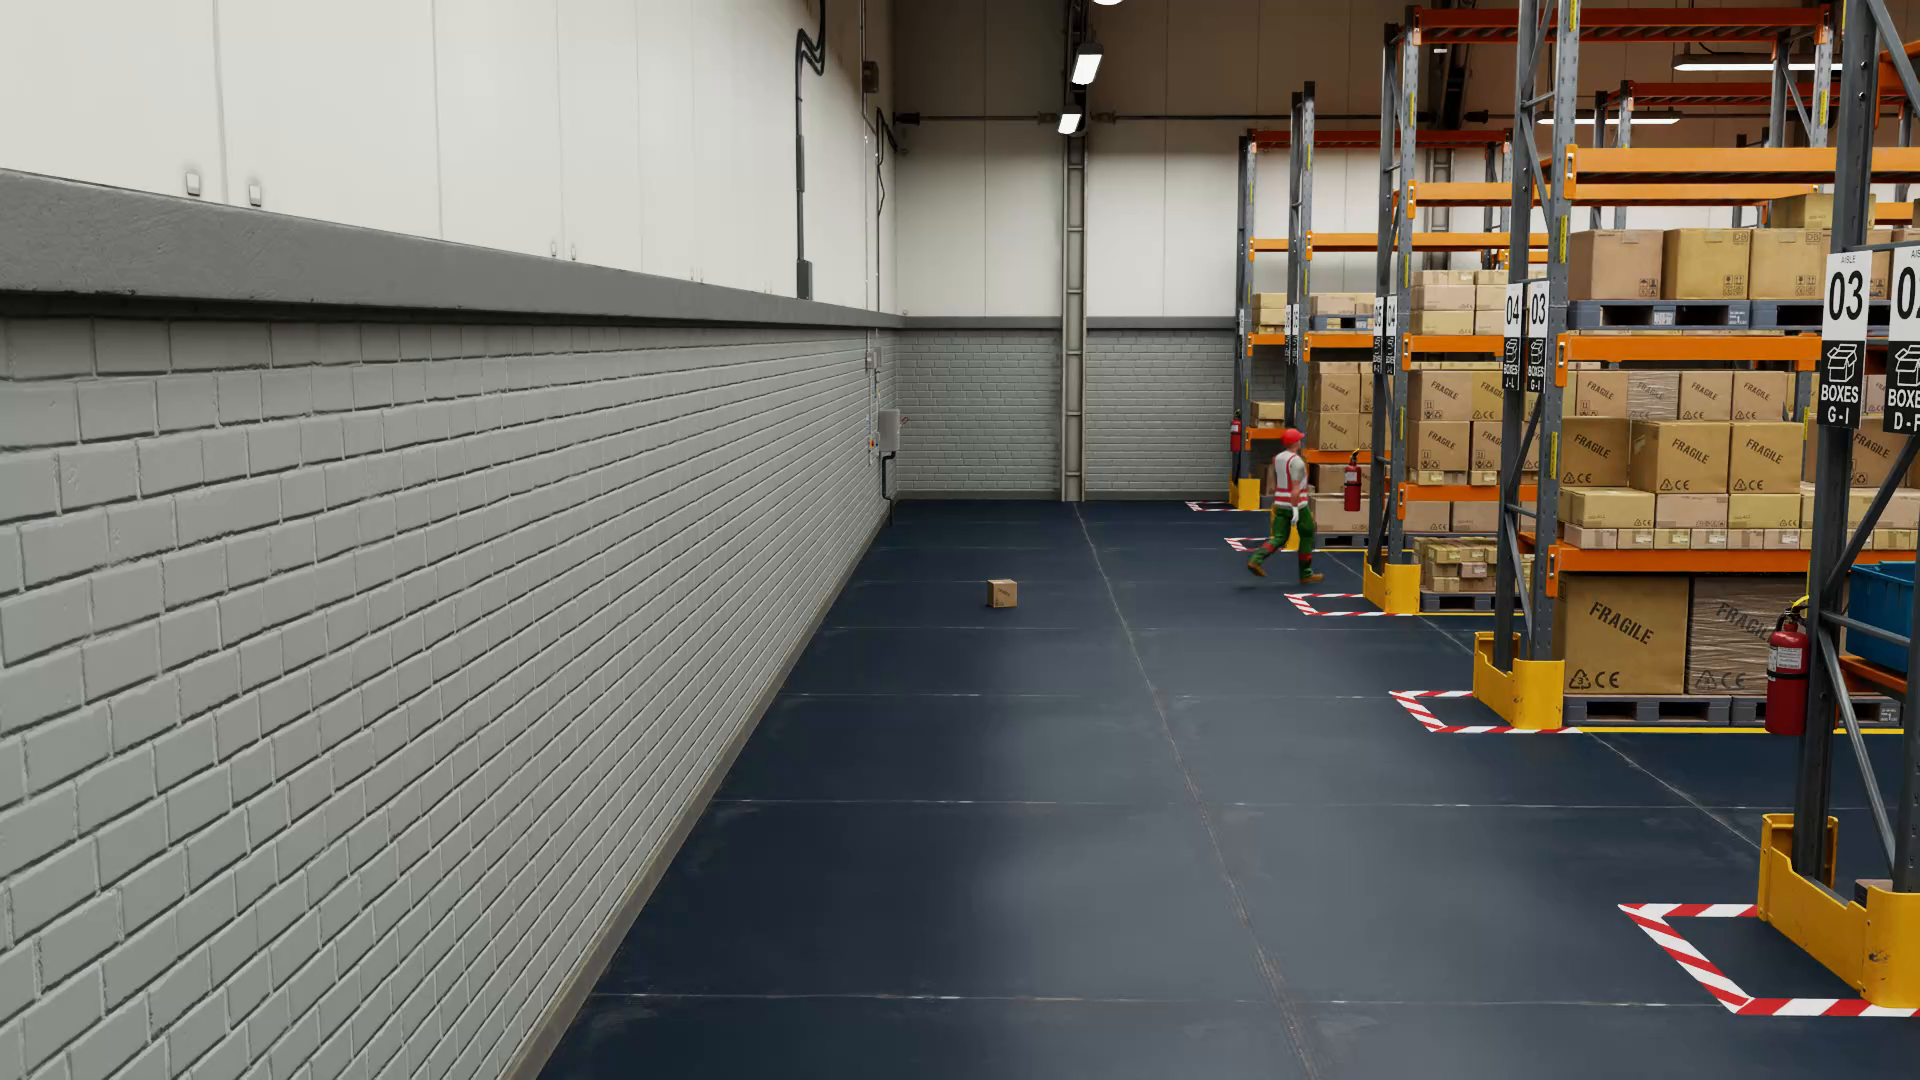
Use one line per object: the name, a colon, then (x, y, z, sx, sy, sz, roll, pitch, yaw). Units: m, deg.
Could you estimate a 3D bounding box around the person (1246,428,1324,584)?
person: (3.667, -0.377, 18.658, 0.957, 1.757, 0.550, -4, 8, -26)
